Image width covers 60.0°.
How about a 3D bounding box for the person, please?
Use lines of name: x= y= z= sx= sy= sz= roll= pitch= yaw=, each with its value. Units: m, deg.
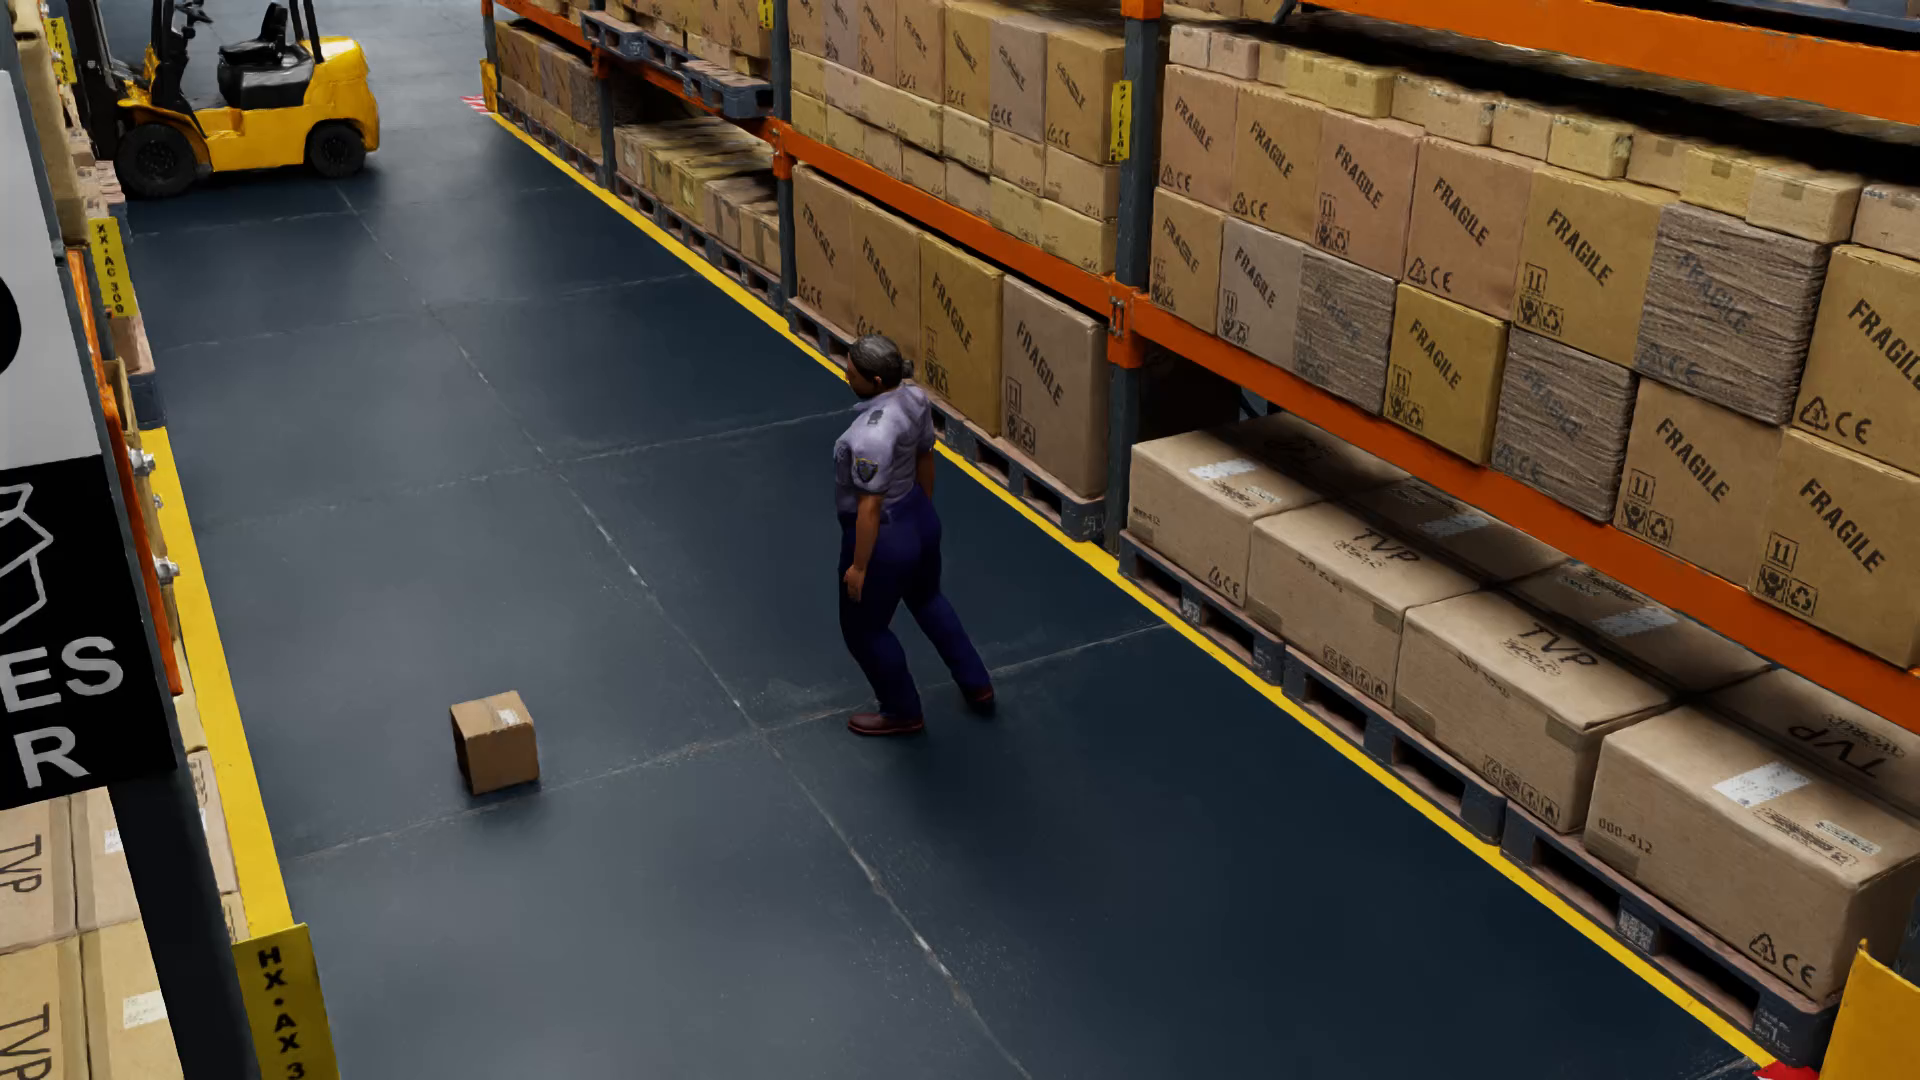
person: x=-0.163 y=-0.025 z=6.205 sx=0.511 sy=1.627 sz=0.678 roll=11 pitch=28 yaw=22
